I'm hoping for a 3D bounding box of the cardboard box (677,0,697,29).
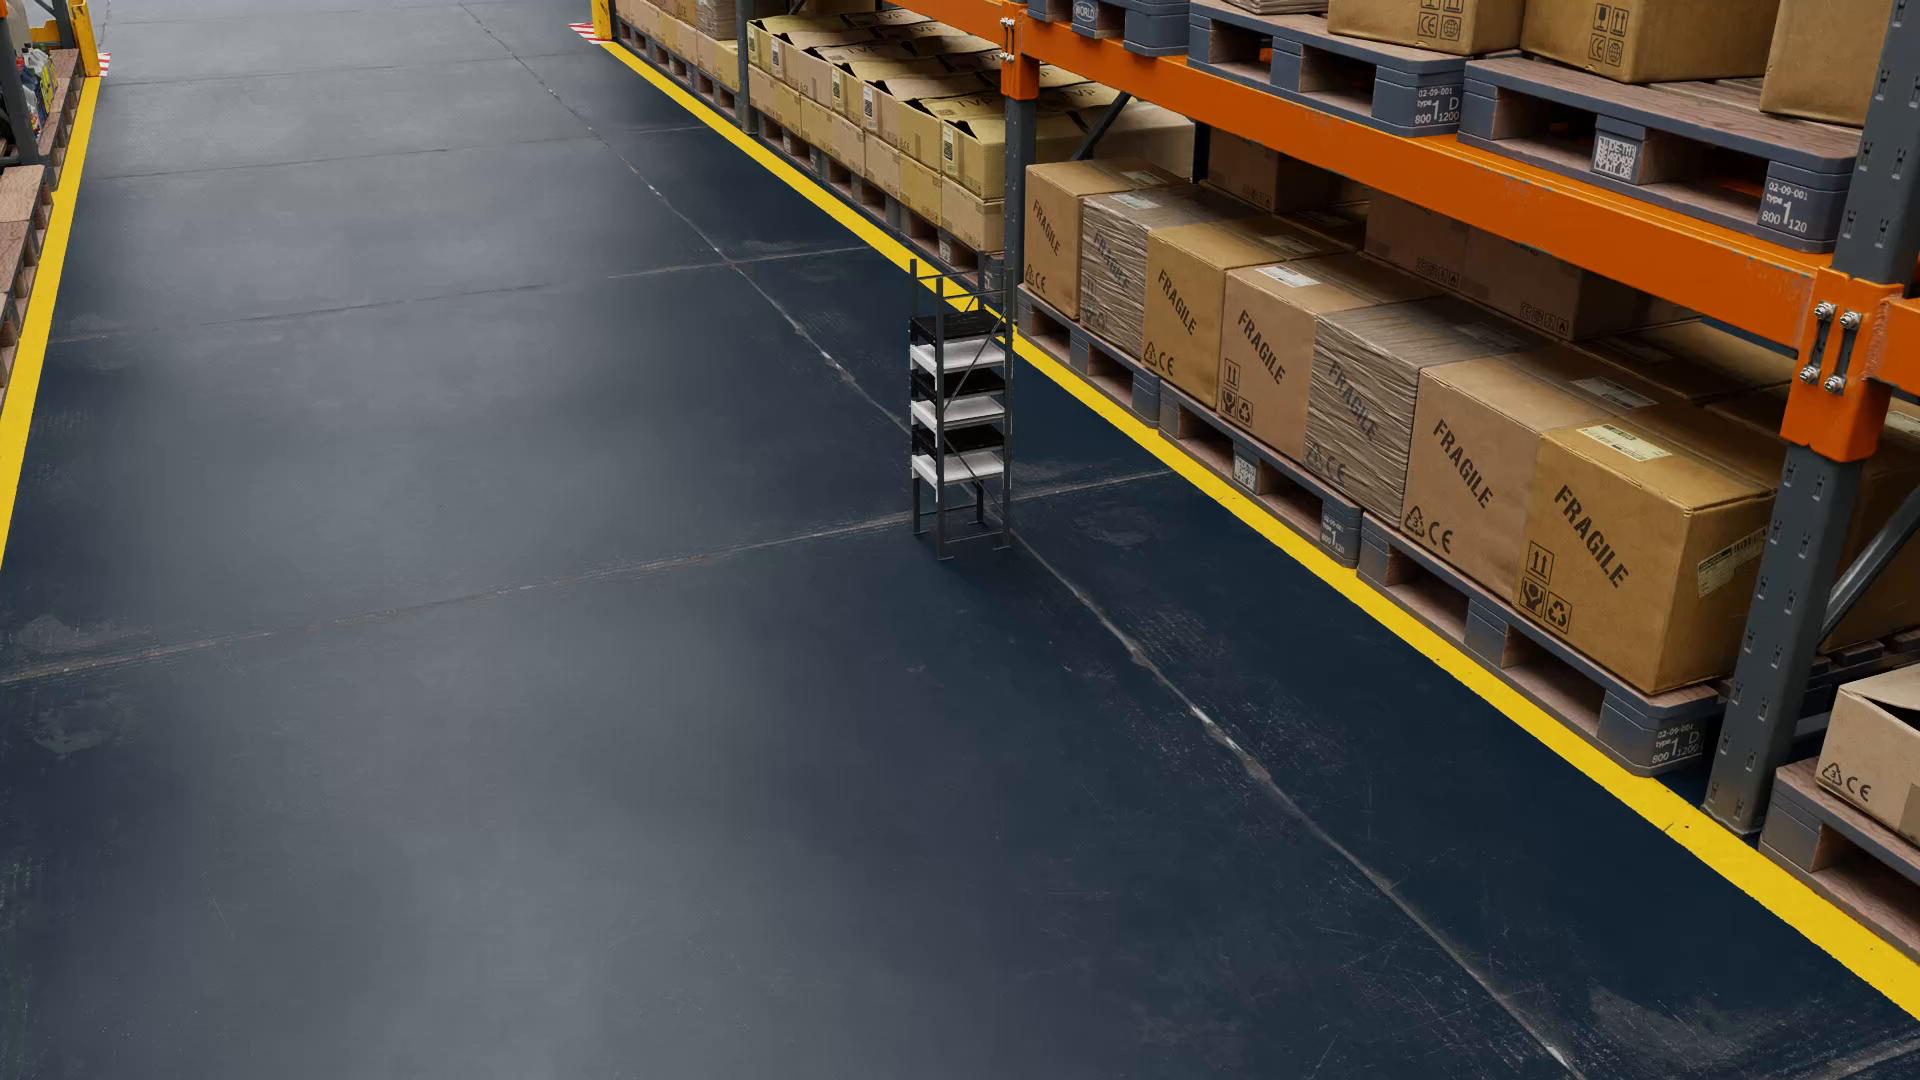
[{"bbox_3d":[-1.664,-3.842,11.500,0.500,0.500,0.500,-11,28,-21],"label":"cardboard box"}]

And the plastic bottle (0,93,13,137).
[{"bbox_3d":[-5.427,-2.436,9.415,0.061,0.283,0.133,-11,28,-21],"label":"plastic bottle"}]

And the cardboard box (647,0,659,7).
[{"bbox_3d":[-2.053,-4.246,12.328,0.500,0.500,0.500,-11,28,-21],"label":"cardboard box"}]

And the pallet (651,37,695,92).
[{"bbox_3d":[-1.652,-3.566,12.312,1.003,0.211,1.213,-11,28,-21],"label":"pallet"}]

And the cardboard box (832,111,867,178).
[{"bbox_3d":[-0.364,-2.124,8.837,0.500,0.250,0.500,-10,28,-20],"label":"cardboard box"}]

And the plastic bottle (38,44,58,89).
[{"bbox_3d":[-5.837,-3.029,10.630,0.061,0.283,0.133,-10,28,-19],"label":"plastic bottle"}]

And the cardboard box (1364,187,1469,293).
[{"bbox_3d":[1.682,-1.022,5.417,0.500,0.250,0.500,-11,28,-22],"label":"cardboard box"}]

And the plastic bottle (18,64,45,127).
[{"bbox_3d":[-5.390,-2.552,9.576,0.144,0.351,0.185,-10,28,-19],"label":"plastic bottle"}]

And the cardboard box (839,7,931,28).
[{"bbox_3d":[-0.475,-3.088,10.172,0.500,0.311,0.500,-11,28,-21],"label":"cardboard box"}]

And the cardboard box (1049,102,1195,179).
[{"bbox_3d":[0.735,-1.849,7.635,0.500,0.311,0.500,-10,28,-19],"label":"cardboard box"}]

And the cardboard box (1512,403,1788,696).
[{"bbox_3d":[1.779,0.008,4.162,0.500,0.500,0.500,-11,28,-21],"label":"cardboard box"}]

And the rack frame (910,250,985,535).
[{"bbox_3d":[-0.037,-0.442,5.130,0.240,0.900,0.006,-11,28,-21],"label":"rack frame"}]

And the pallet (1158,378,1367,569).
[{"bbox_3d":[1.401,-0.329,5.684,1.003,0.211,1.213,-11,28,-21],"label":"pallet"}]

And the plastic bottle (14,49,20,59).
[{"bbox_3d":[-5.924,-2.948,10.464,0.061,0.283,0.133,-11,28,-21],"label":"plastic bottle"}]

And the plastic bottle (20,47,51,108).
[{"bbox_3d":[-5.631,-2.800,10.083,0.144,0.351,0.185,-11,28,-21],"label":"plastic bottle"}]

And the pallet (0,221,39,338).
[{"bbox_3d":[-4.631,-1.091,7.243,1.003,0.211,1.213,-11,28,-21],"label":"pallet"}]

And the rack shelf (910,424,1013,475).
[{"bbox_3d":[0.003,-0.290,5.100,0.258,0.077,0.200,-11,28,-21],"label":"rack shelf"}]

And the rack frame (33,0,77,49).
[{"bbox_3d":[-7.023,-4.762,11.585,1.000,3.000,0.127,-11,28,-21],"label":"rack frame"}]

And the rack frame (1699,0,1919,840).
[{"bbox_3d":[2.236,-0.767,3.403,1.000,3.000,0.127,-11,28,-21],"label":"rack frame"}]

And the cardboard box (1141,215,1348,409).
[{"bbox_3d":[0.987,-0.810,5.838,0.500,0.500,0.500,-11,28,-21],"label":"cardboard box"}]

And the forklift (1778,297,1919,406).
[{"bbox_3d":[3.372,-1.513,5.008,1.130,2.935,3.031,-10,28,-19],"label":"forklift"}]

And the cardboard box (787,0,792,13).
[{"bbox_3d":[-0.994,-3.729,11.269,0.500,0.500,0.500,-11,28,-21],"label":"cardboard box"}]

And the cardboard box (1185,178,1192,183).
[{"bbox_3d":[0.735,-1.597,7.758,0.500,0.250,0.500,-11,28,-21],"label":"cardboard box"}]

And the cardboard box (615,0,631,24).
[{"bbox_3d":[-2.458,-4.310,13.314,0.500,0.250,0.500,-11,28,-21],"label":"cardboard box"}]

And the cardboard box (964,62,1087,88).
[{"bbox_3d":[0.324,-2.266,8.489,0.500,0.311,0.500,-11,28,-22],"label":"cardboard box"}]

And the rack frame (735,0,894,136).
[{"bbox_3d":[-0.897,-3.997,10.018,1.000,3.000,0.127,-11,28,-21],"label":"rack frame"}]

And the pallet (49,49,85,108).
[{"bbox_3d":[-6.636,-3.158,11.477,1.003,0.211,1.213,-11,28,-21],"label":"pallet"}]

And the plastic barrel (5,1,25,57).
[{"bbox_3d":[-6.498,-3.378,11.107,0.421,0.512,0.421,0,26,0],"label":"plastic barrel"}]

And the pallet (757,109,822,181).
[{"bbox_3d":[-0.573,-2.453,10.034,1.003,0.211,1.213,-11,28,-21],"label":"pallet"}]

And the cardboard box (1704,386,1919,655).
[{"bbox_3d":[2.271,-0.079,4.341,0.500,0.500,0.500,-12,28,-23],"label":"cardboard box"}]

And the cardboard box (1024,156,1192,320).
[{"bbox_3d":[0.585,-1.224,6.685,0.500,0.500,0.500,-9,28,-18],"label":"cardboard box"}]

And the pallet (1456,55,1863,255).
[{"bbox_3d":[2.023,-1.023,4.144,1.003,0.211,1.213,-11,28,-21],"label":"pallet"}]

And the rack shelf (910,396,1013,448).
[{"bbox_3d":[0.003,-0.371,5.060,0.258,0.077,0.200,-11,28,-21],"label":"rack shelf"}]

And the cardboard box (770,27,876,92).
[{"bbox_3d":[-0.773,-2.790,9.561,0.500,0.311,0.500,-11,28,-21],"label":"cardboard box"}]

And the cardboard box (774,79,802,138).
[{"bbox_3d":[-0.768,-2.538,9.685,0.500,0.250,0.500,-10,28,-19],"label":"cardboard box"}]

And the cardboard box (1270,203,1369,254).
[{"bbox_3d":[1.454,-0.910,6.043,0.500,0.500,0.500,-12,28,-22],"label":"cardboard box"}]

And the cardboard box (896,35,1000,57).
[{"bbox_3d":[-0.072,-2.677,9.330,0.500,0.311,0.500,-11,28,-21],"label":"cardboard box"}]

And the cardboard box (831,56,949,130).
[{"bbox_3d":[-0.361,-2.372,8.706,0.500,0.311,0.500,-10,28,-19],"label":"cardboard box"}]

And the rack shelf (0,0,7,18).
[{"bbox_3d":[-4.673,-2.017,6.782,1.077,0.370,4.000,-11,28,-21],"label":"rack shelf"}]

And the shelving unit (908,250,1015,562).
[{"bbox_3d":[0.003,-0.401,5.046,0.258,0.900,0.210,-11,28,-21],"label":"shelving unit"}]

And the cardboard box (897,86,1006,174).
[{"bbox_3d":[0.028,-1.965,7.872,0.500,0.311,0.500,-11,28,-21],"label":"cardboard box"}]

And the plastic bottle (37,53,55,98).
[{"bbox_3d":[-5.772,-2.907,10.389,0.152,0.276,0.135,-11,28,-22],"label":"plastic bottle"}]

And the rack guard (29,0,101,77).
[{"bbox_3d":[-6.950,-3.616,12.087,1.175,0.500,0.348,-11,28,-21],"label":"rack guard"}]

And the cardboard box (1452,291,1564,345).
[{"bbox_3d":[1.863,-0.495,5.194,0.500,0.500,0.500,-10,28,-20],"label":"cardboard box"}]

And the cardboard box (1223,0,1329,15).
[{"bbox_3d":[1.202,-1.979,5.292,0.700,0.500,0.500,-5,27,-11],"label":"cardboard box"}]

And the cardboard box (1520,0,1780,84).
[{"bbox_3d":[1.929,-1.497,4.306,0.700,0.500,0.500,-6,27,-12],"label":"cardboard box"}]

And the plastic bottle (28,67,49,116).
[{"bbox_3d":[-5.491,-2.672,9.898,0.061,0.283,0.133,-9,28,-18],"label":"plastic bottle"}]

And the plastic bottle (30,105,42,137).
[{"bbox_3d":[-5.257,-2.374,9.381,0.097,0.201,0.097,0,26,0],"label":"plastic bottle"}]

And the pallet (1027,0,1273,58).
[{"bbox_3d":[1.000,-2.034,6.217,1.213,0.211,1.003,-11,28,-21],"label":"pallet"}]

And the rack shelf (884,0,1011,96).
[{"bbox_3d":[-0.114,-2.866,8.522,1.077,0.370,4.000,-11,28,-21],"label":"rack shelf"}]

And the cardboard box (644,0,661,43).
[{"bbox_3d":[-2.064,-3.907,12.489,0.500,0.250,0.500,-11,28,-21],"label":"cardboard box"}]

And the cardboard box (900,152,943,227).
[{"bbox_3d":[0.034,-1.713,7.996,0.500,0.250,0.500,-11,28,-21],"label":"cardboard box"}]

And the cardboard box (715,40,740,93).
[{"bbox_3d":[-1.280,-3.100,10.835,0.500,0.250,0.500,-11,28,-21],"label":"cardboard box"}]

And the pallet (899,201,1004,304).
[{"bbox_3d":[0.383,-1.468,8.017,1.003,0.211,1.213,-11,28,-21],"label":"pallet"}]

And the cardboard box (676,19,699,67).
[{"bbox_3d":[-1.676,-3.503,11.660,0.500,0.250,0.500,-11,28,-21],"label":"cardboard box"}]

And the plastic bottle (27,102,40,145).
[{"bbox_3d":[-5.178,-2.323,9.197,0.097,0.271,0.097,0,26,0],"label":"plastic bottle"}]

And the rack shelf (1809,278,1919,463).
[{"bbox_3d":[3.019,0.363,1.907,1.077,0.370,4.000,-11,28,-21],"label":"rack shelf"}]

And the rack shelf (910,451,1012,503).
[{"bbox_3d":[0.003,-0.209,5.139,0.258,0.077,0.200,-11,28,-21],"label":"rack shelf"}]

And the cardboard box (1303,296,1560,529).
[{"bbox_3d":[1.397,-0.395,4.988,0.500,0.500,0.500,-10,28,-20],"label":"cardboard box"}]

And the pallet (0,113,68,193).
[{"bbox_3d":[-5.681,-2.173,9.459,1.003,0.211,1.213,-11,28,-21],"label":"pallet"}]
